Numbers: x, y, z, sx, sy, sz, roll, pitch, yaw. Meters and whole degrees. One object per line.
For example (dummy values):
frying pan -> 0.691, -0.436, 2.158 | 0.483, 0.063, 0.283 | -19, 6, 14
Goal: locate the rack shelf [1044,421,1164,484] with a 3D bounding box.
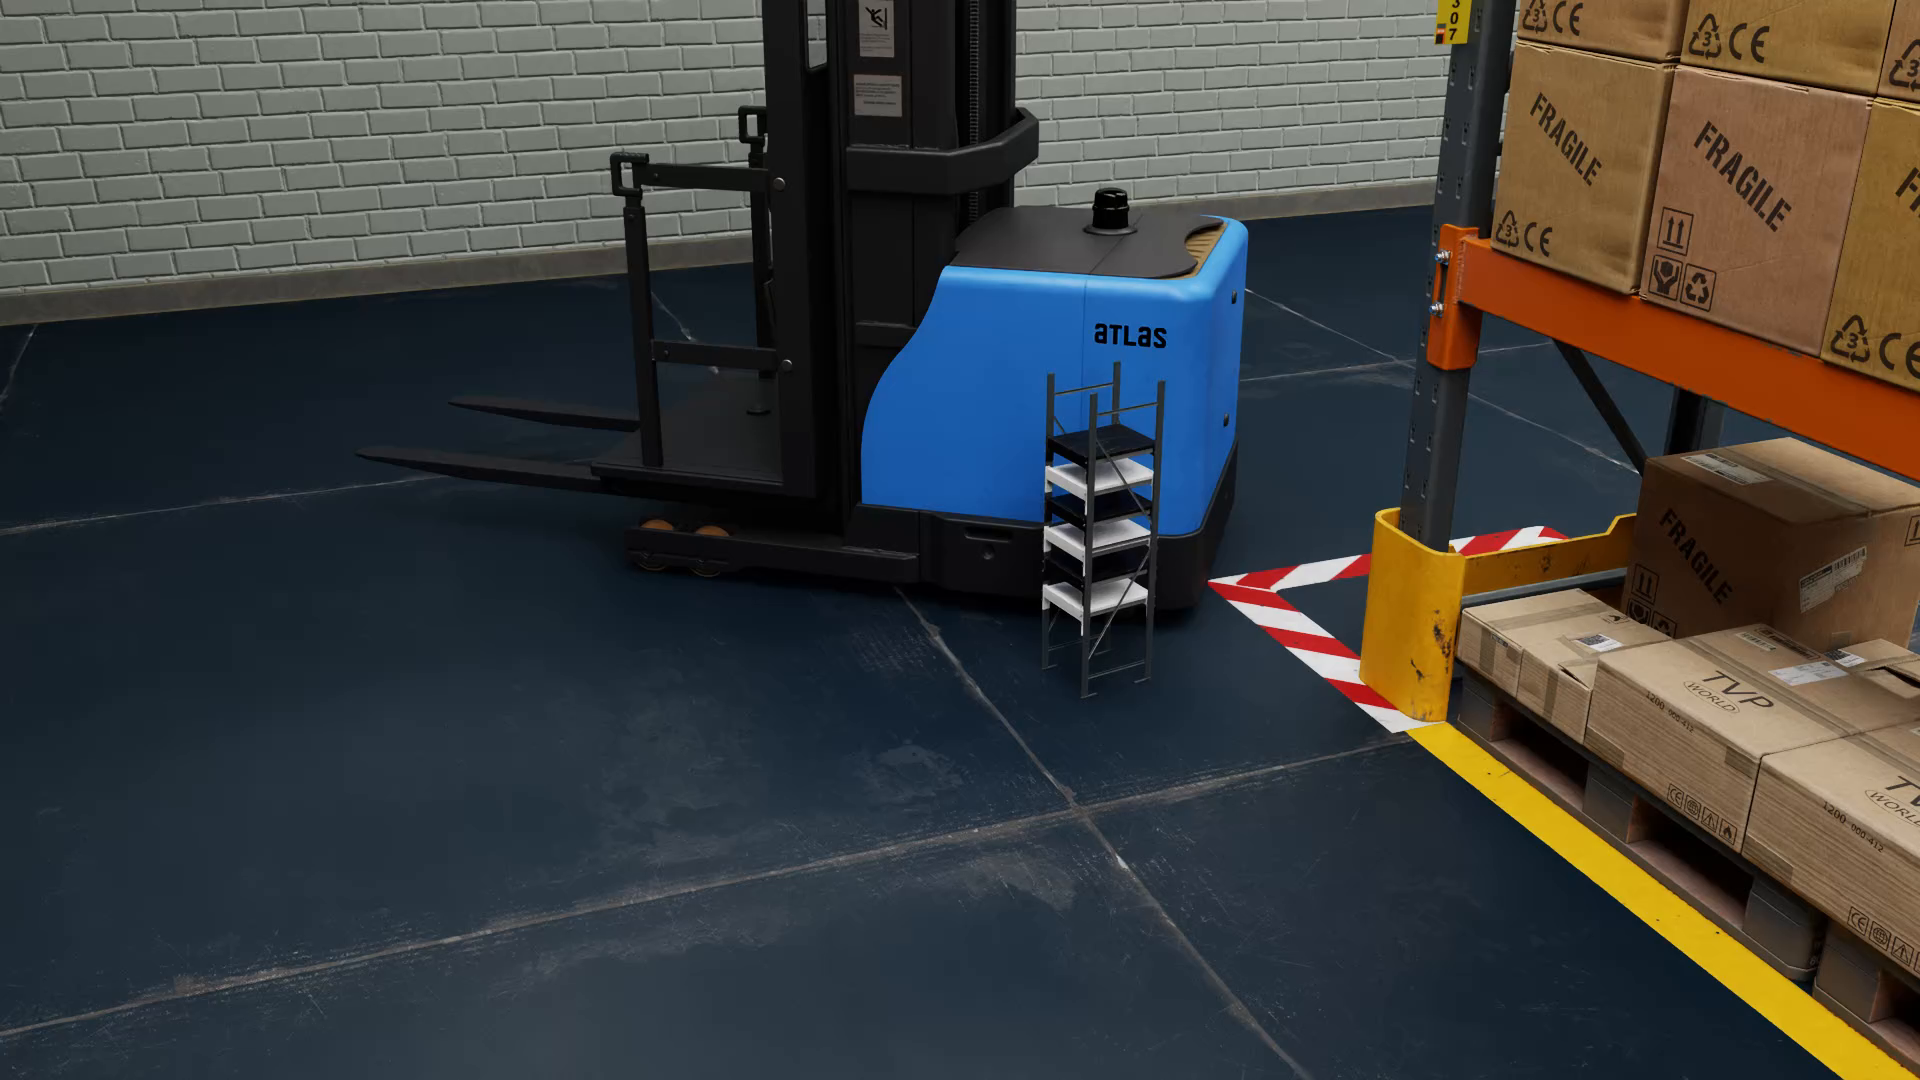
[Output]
rack shelf -> 0.393, -0.242, 4.557 | 0.258, 0.077, 0.200 | -13, 26, -28

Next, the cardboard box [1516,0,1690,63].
cardboard box -> 1.625, -1.353, 3.683 | 0.500, 0.500, 0.500 | -8, 24, -17

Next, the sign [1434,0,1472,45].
sign -> 1.207, -1.368, 4.020 | 0.100, 0.325, 0.005 | -8, 24, -19

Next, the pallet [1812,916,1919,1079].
pallet -> 2.452, 1.001, 3.104 | 1.003, 0.211, 1.213 | -8, 24, -19

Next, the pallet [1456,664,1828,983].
pallet -> 2.024, 0.558, 4.154 | 1.003, 0.211, 1.213 | -8, 24, -19

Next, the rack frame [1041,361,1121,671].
rack frame -> 0.341, -0.058, 4.730 | 0.240, 0.900, 0.006 | -13, 26, -28

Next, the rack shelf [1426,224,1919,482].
rack shelf -> 2.421, 0.014, 2.780 | 1.077, 0.370, 4.000 | -8, 24, -19

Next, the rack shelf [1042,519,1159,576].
rack shelf -> 0.393, 0.007, 4.662 | 0.258, 0.077, 0.200 | -13, 26, -28

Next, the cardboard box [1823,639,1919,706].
cardboard box -> 2.196, 0.382, 4.063 | 0.380, 0.166, 0.250 | -8, 24, -19

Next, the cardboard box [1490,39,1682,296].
cardboard box -> 1.625, -0.893, 3.877 | 0.500, 0.500, 0.500 | -8, 24, -18

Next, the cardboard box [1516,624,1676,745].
cardboard box -> 1.630, 0.349, 4.141 | 0.380, 0.166, 0.250 | -8, 24, -19

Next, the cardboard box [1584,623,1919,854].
cardboard box -> 1.818, 0.439, 3.821 | 0.500, 0.250, 0.500 | -8, 24, -19

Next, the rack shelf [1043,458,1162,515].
rack shelf -> 0.393, -0.159, 4.592 | 0.258, 0.077, 0.200 | -13, 26, -28

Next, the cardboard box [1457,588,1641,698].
cardboard box -> 1.541, 0.266, 4.360 | 0.380, 0.149, 0.250 | -8, 24, -19

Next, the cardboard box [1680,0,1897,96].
cardboard box -> 1.817, -1.164, 3.235 | 0.500, 0.500, 0.500 | -8, 24, -18

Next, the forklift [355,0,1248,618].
forklift -> -0.605, -1.417, 5.339 | 3.031, 2.935, 1.130 | 6, 24, 15

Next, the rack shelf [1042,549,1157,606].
rack shelf -> 0.393, 0.089, 4.697 | 0.258, 0.077, 0.200 | -13, 26, -28

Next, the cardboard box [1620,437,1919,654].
cardboard box -> 2.137, 0.069, 4.376 | 0.500, 0.500, 0.500 | -8, 24, -19

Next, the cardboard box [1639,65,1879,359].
cardboard box -> 1.812, -0.706, 3.434 | 0.500, 0.500, 0.500 | -9, 24, -20

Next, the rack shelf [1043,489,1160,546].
rack shelf -> 0.393, -0.076, 4.627 | 0.258, 0.077, 0.200 | -13, 26, -28

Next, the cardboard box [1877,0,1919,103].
cardboard box -> 1.989, -0.982, 2.802 | 0.500, 0.500, 0.500 | -8, 24, -18

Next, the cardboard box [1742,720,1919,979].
cardboard box -> 1.995, 0.620, 3.390 | 0.500, 0.250, 0.500 | -8, 24, -19

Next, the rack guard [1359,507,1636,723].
rack guard -> 1.742, 0.136, 4.785 | 1.175, 0.500, 0.348 | -8, 24, -19

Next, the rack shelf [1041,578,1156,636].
rack shelf -> 0.393, 0.172, 4.732 | 0.258, 0.077, 0.200 | -13, 26, -28

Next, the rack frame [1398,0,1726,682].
rack frame -> 1.715, -1.044, 4.365 | 1.000, 3.000, 0.127 | -8, 24, -19

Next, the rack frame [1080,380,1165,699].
rack frame -> 0.445, 0.010, 4.568 | 0.240, 0.900, 0.006 | -13, 26, -28

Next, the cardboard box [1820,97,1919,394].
cardboard box -> 1.987, -0.523, 3.000 | 0.500, 0.500, 0.500 | -8, 24, -19

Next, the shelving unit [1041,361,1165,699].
shelving unit -> 0.393, -0.024, 4.649 | 0.258, 0.900, 0.210 | -13, 26, -28
